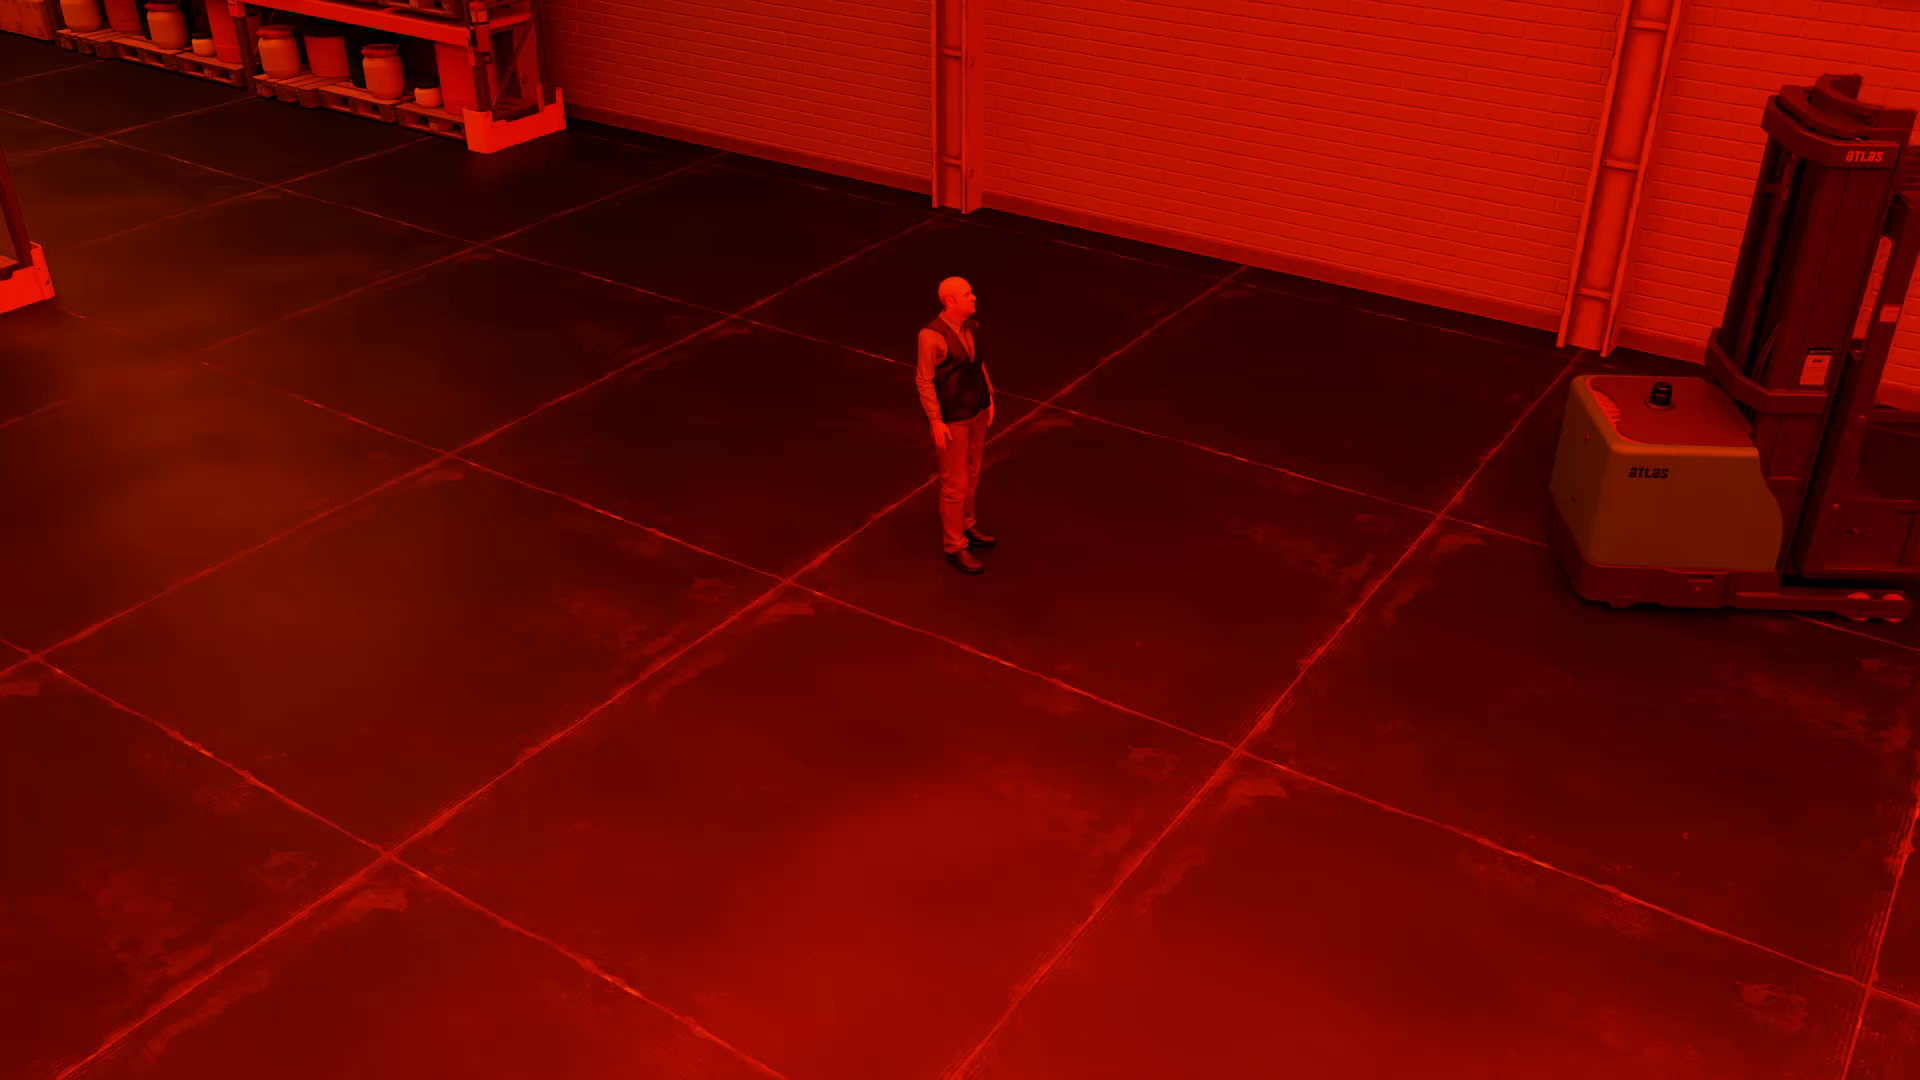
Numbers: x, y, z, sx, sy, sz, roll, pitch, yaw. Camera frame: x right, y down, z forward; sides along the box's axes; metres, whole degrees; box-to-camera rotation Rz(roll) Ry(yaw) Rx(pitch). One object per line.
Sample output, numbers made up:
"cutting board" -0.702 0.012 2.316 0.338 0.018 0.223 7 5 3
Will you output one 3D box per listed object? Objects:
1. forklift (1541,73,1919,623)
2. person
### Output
"forklift" 5.174 -1.064 9.413 3.031 2.935 1.130 2 30 3
"person" 0.047 -0.730 10.028 0.568 1.720 0.632 19 35 29
